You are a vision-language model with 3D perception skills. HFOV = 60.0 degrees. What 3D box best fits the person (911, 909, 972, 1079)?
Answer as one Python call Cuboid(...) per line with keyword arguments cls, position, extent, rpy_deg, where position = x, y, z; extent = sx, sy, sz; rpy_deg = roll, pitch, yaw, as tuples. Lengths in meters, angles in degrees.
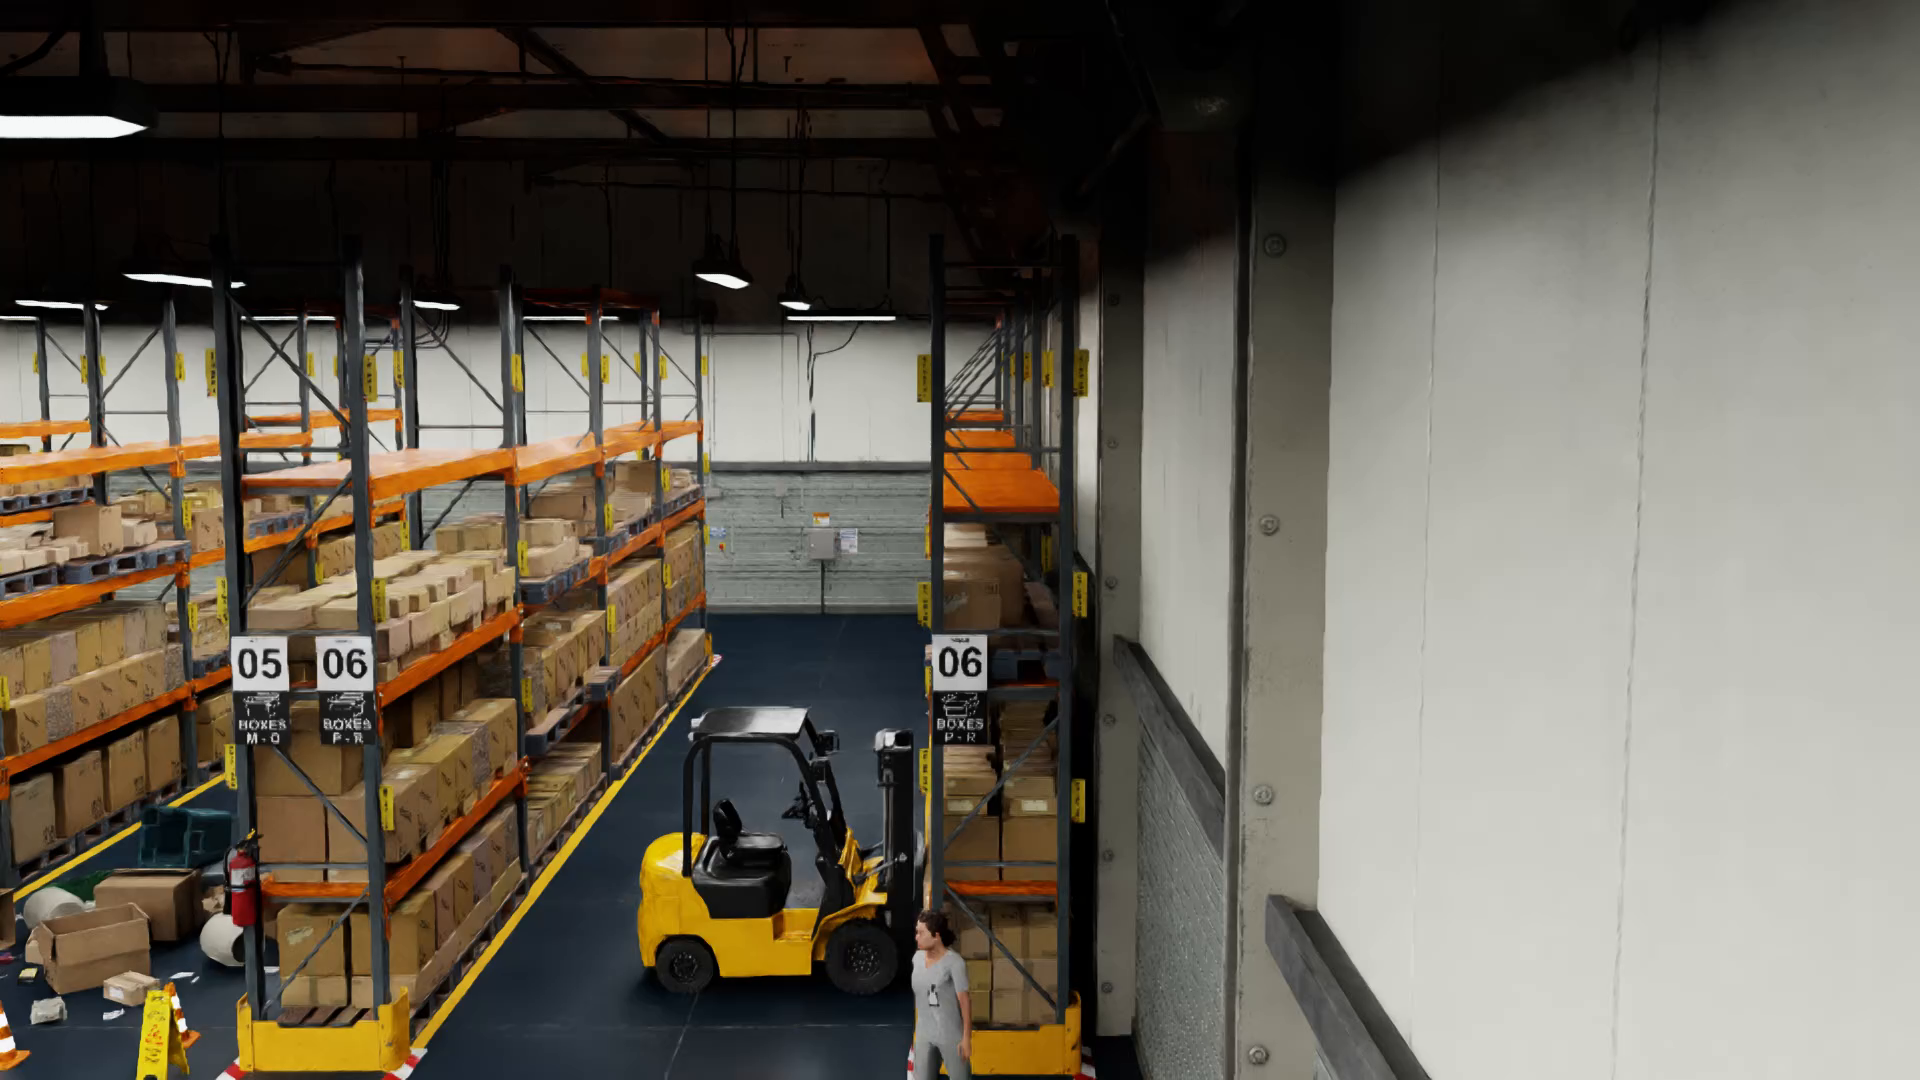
Cuboid(cls="person", position=(-0.069, 3.191, 10.720), extent=(0.503, 1.616, 0.566), rpy_deg=(5, 8, 36))
